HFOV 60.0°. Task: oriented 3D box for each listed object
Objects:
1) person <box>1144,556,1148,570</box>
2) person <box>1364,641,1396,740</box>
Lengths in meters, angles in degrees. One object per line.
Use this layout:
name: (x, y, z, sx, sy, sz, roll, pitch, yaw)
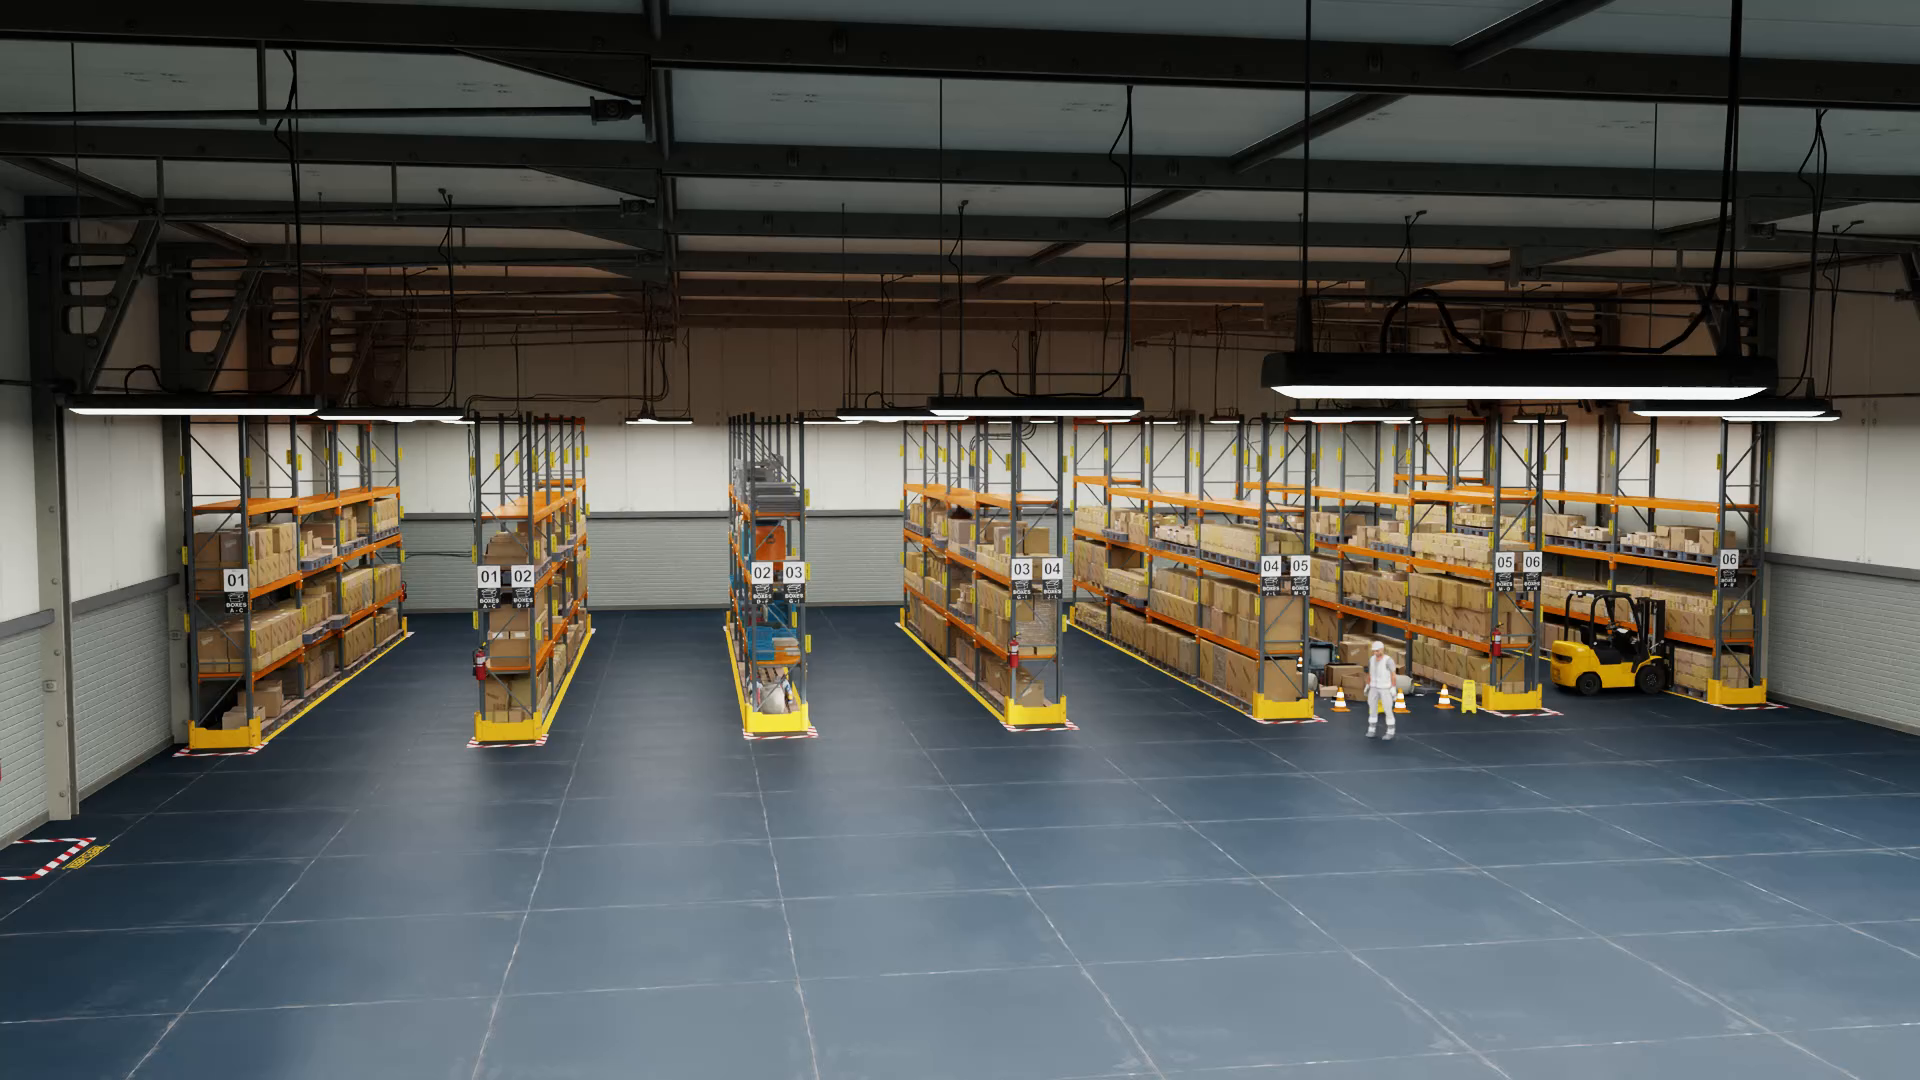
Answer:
person: (5.824, 1.303, 52.557, 0.493, 1.668, 0.580, 3, 5, 42)
person: (7.688, 2.743, 30.574, 0.611, 1.782, 0.402, 4, 5, 44)
